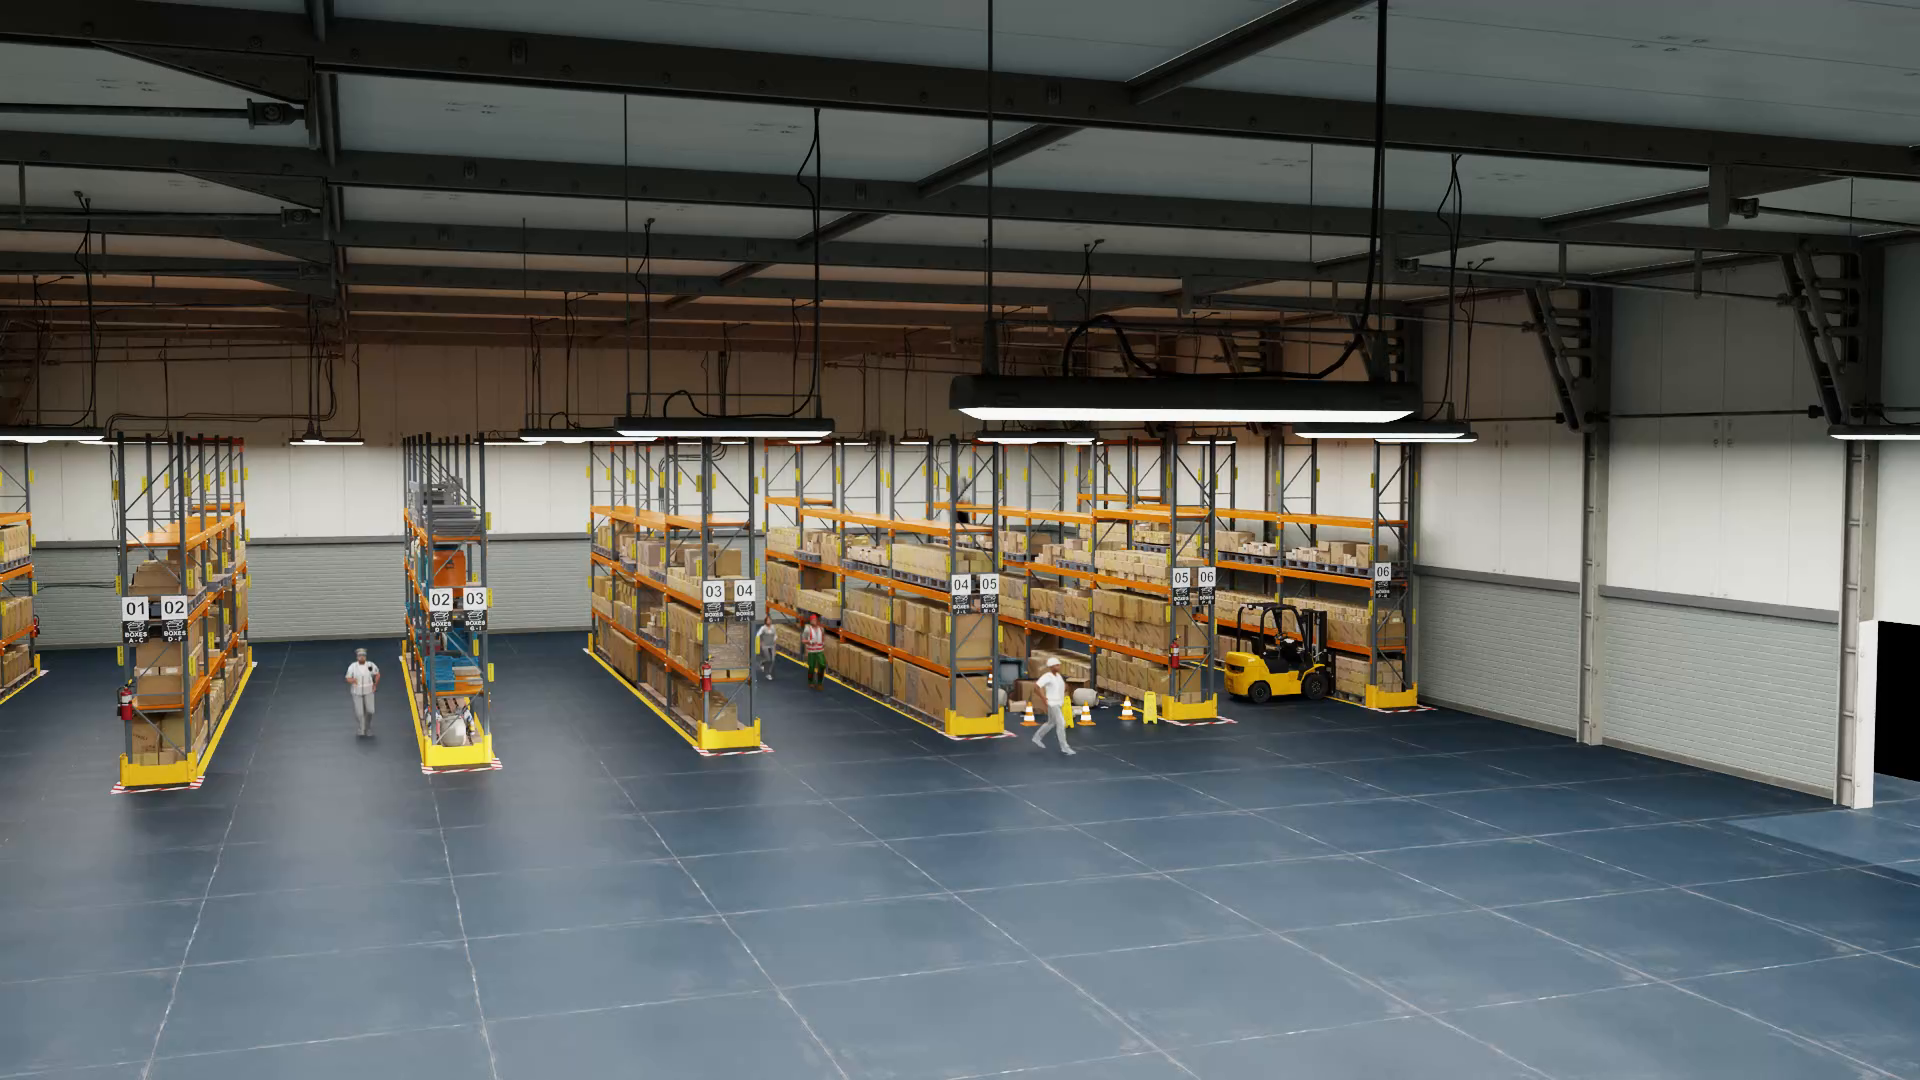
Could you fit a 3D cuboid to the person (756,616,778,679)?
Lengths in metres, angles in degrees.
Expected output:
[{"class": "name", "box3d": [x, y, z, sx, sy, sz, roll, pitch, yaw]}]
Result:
[{"class": "person", "box3d": [-4.771, 2.669, 41.284, 0.537, 1.560, 0.549, -2, 4, -30]}]

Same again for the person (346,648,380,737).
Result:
[{"class": "person", "box3d": [-11.774, 3.030, 32.818, 0.645, 1.789, 0.651, -1, 3, -21]}]

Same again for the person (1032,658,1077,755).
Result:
[{"class": "person", "box3d": [1.765, 3.086, 31.089, 0.955, 1.772, 0.692, 1, 3, 24]}]

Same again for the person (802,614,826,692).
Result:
[{"class": "person", "box3d": [-3.415, 2.667, 39.151, 0.630, 1.836, 0.764, -1, 3, -21]}]
